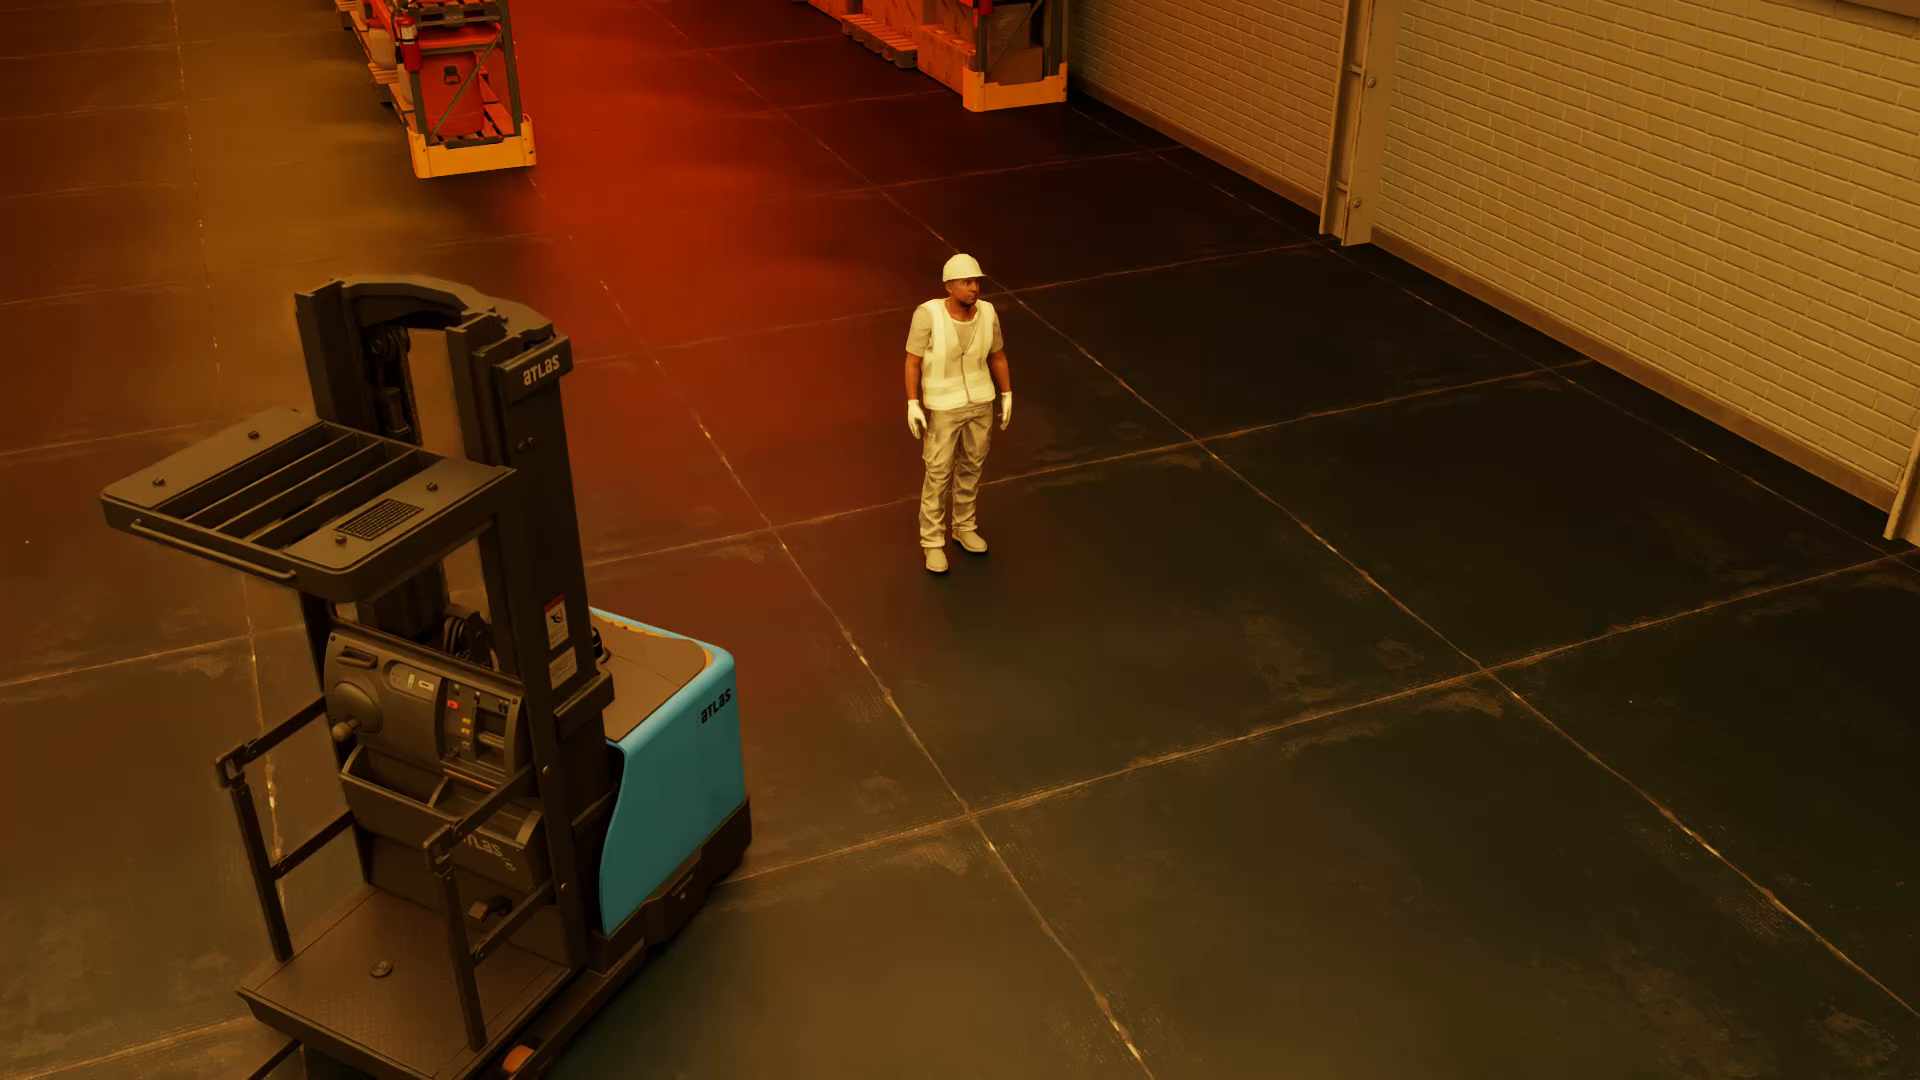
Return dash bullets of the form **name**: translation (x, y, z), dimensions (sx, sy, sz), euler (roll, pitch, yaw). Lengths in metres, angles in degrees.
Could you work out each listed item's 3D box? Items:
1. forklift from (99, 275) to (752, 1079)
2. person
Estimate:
- **forklift**: translation (-2.078, 0.667, 5.953), dimensions (1.130, 2.935, 3.031), euler (15, 33, 24)
- **person**: translation (0.020, -0.746, 9.566), dimensions (0.656, 1.782, 0.577), euler (-12, 32, -20)
